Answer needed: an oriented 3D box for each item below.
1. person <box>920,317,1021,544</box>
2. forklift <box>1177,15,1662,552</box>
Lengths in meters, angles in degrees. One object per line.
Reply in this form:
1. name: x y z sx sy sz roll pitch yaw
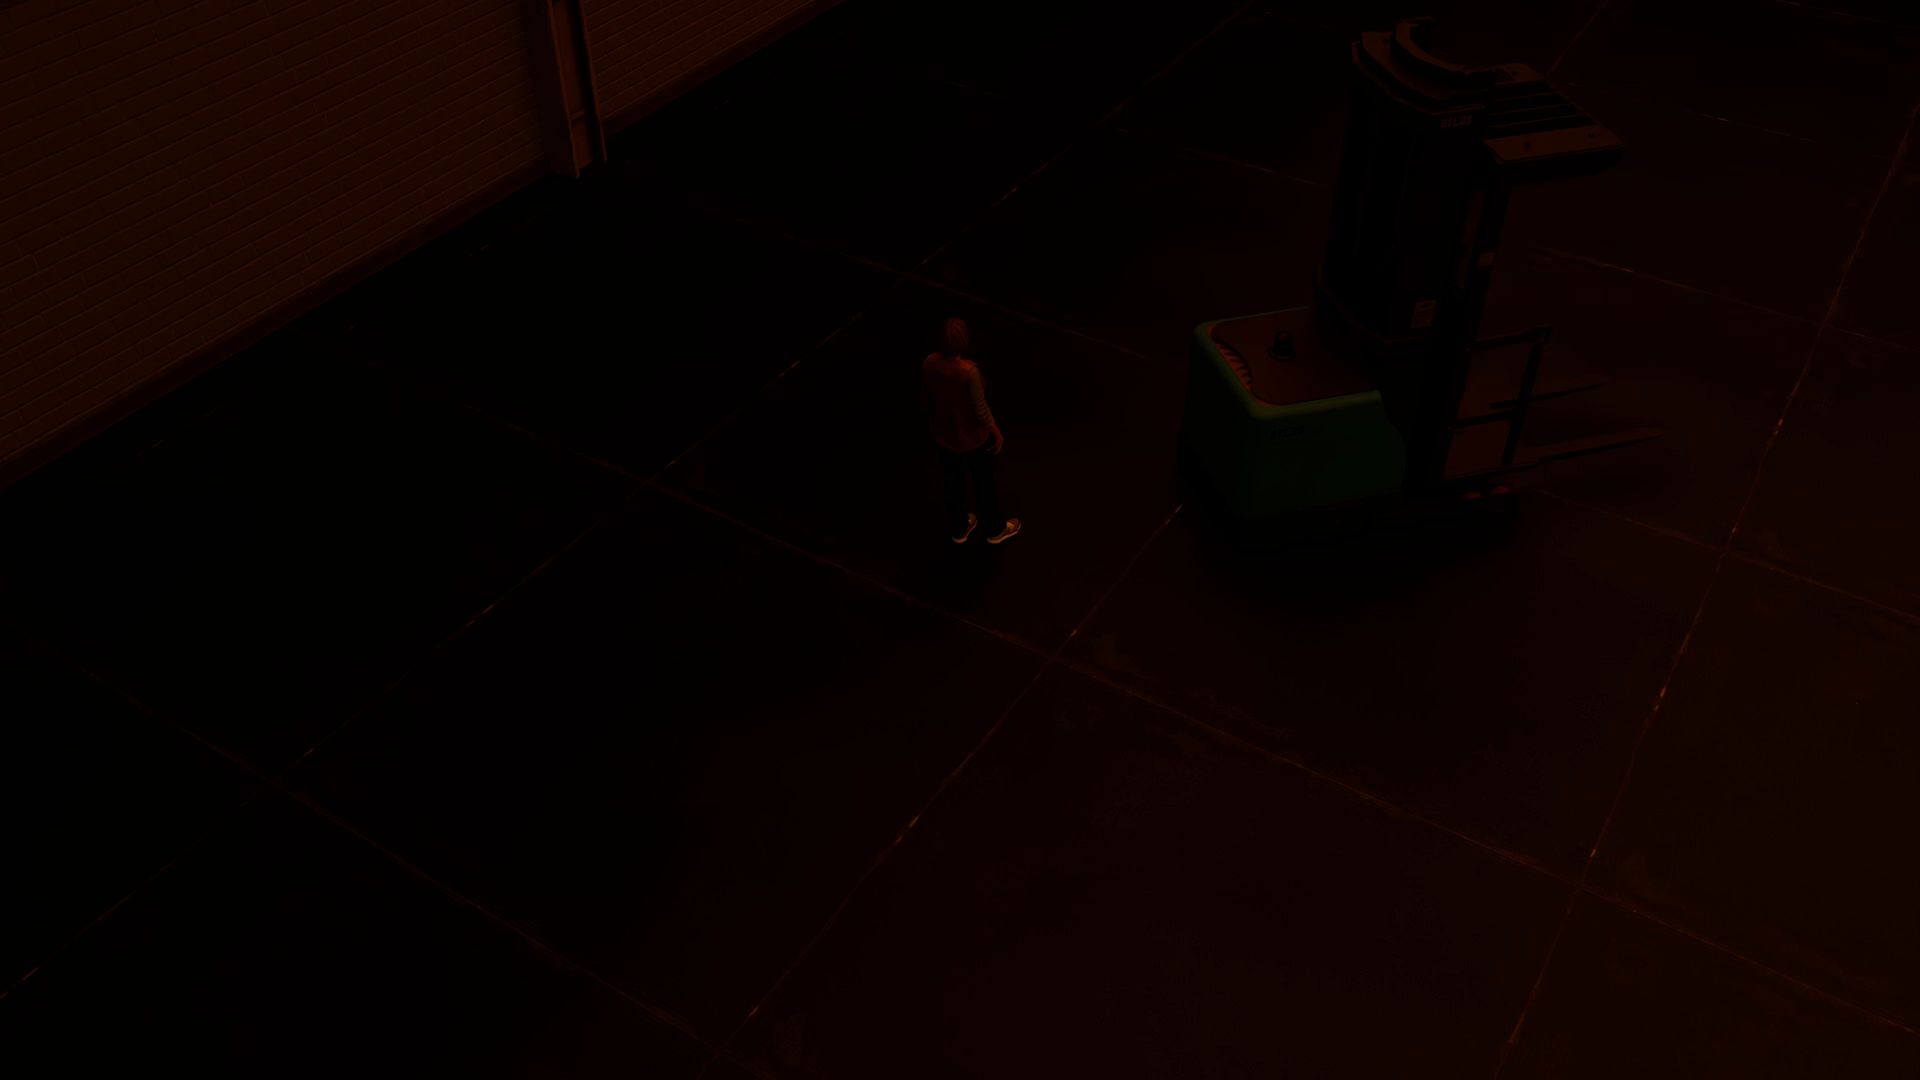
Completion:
1. person: 0.052 -0.651 9.755 0.520 1.599 0.473 22 45 24
2. forklift: 2.976 -1.578 9.829 3.031 2.935 1.130 -10 41 -12
